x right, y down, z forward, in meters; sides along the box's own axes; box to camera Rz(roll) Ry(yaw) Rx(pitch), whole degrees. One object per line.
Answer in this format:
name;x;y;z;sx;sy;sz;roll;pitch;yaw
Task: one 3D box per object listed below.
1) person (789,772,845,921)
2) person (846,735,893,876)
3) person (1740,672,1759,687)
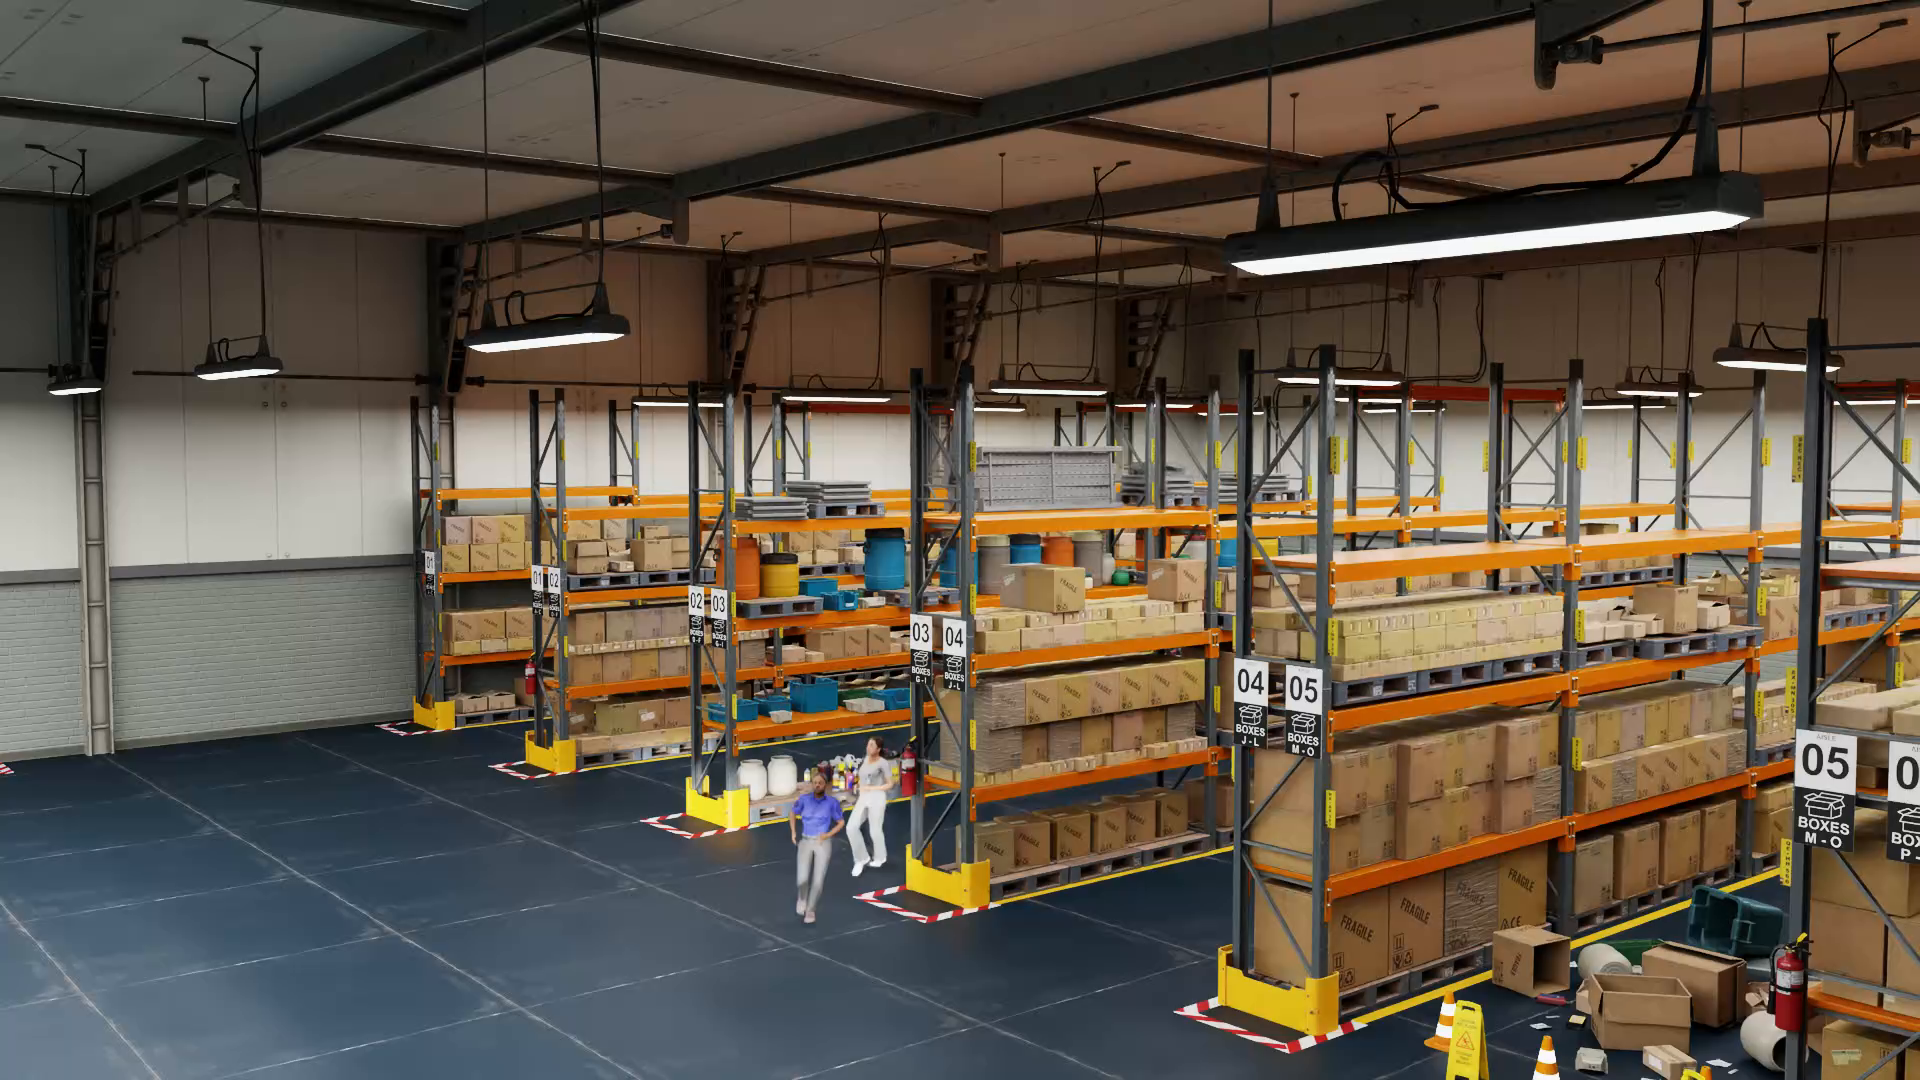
person;-1.547;3.309;17.868;0.610;1.600;0.487;0;3;1
person;-1.015;3.166;19.857;0.587;1.694;0.663;3;4;37
person;11.754;2.807;24.689;0.864;1.824;0.683;-2;4;-34
